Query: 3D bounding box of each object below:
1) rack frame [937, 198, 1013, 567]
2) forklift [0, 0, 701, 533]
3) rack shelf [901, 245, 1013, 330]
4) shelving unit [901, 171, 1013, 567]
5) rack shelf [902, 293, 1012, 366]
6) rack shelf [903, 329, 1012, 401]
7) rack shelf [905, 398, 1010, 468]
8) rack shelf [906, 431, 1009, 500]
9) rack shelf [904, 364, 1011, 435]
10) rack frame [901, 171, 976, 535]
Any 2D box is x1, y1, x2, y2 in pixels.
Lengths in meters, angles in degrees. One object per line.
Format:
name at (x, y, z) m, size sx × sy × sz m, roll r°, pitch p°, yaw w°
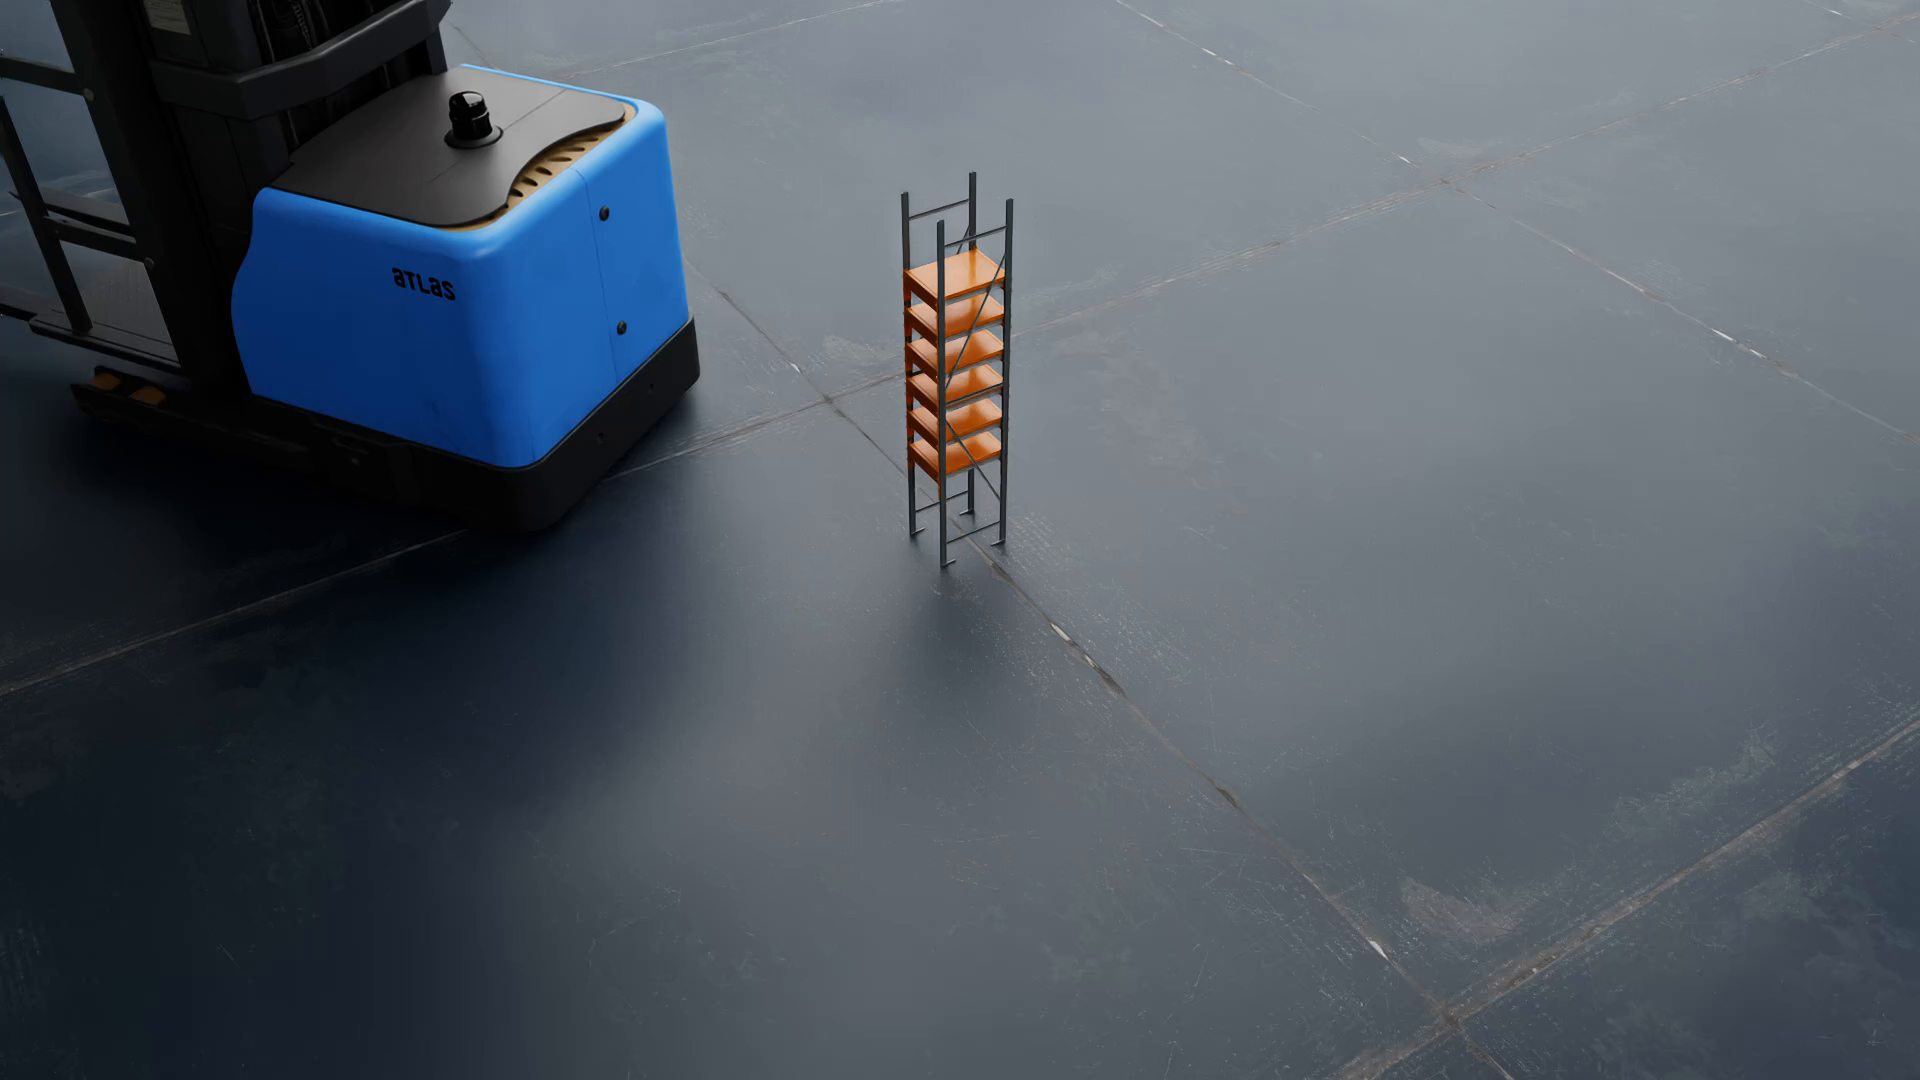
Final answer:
rack frame at (0.041, -0.419, 4.816) m, size 0.240 × 1.200 × 0.006 m, roll -22°, pitch 45°, yaw -24°
forklift at (-2.474, -1.773, 5.088) m, size 3.031 × 2.935 × 1.130 m, roll 16°, pitch 42°, yaw 18°
rack shelf at (-0.008, -0.711, 4.673) m, size 0.258 × 0.103 × 0.180 m, roll -22°, pitch 45°, yaw -24°
shelving unit at (-0.008, -0.469, 4.875) m, size 0.258 × 1.200 × 0.189 m, roll -22°, pitch 45°, yaw -24°
rack shelf at (-0.008, -0.619, 4.750) m, size 0.258 × 0.103 × 0.180 m, roll -22°, pitch 45°, yaw -24°
rack shelf at (-0.008, -0.527, 4.827) m, size 0.258 × 0.103 × 0.180 m, roll -22°, pitch 45°, yaw -24°
rack shelf at (-0.008, -0.342, 4.981) m, size 0.258 × 0.103 × 0.180 m, roll -22°, pitch 45°, yaw -24°
rack shelf at (-0.008, -0.250, 5.057) m, size 0.258 × 0.103 × 0.180 m, roll -22°, pitch 45°, yaw -24°
rack shelf at (-0.008, -0.435, 4.904) m, size 0.258 × 0.103 × 0.180 m, roll -22°, pitch 45°, yaw -24°
rack frame at (-0.057, -0.518, 4.935) m, size 0.240 × 1.200 × 0.006 m, roll -22°, pitch 45°, yaw -24°
